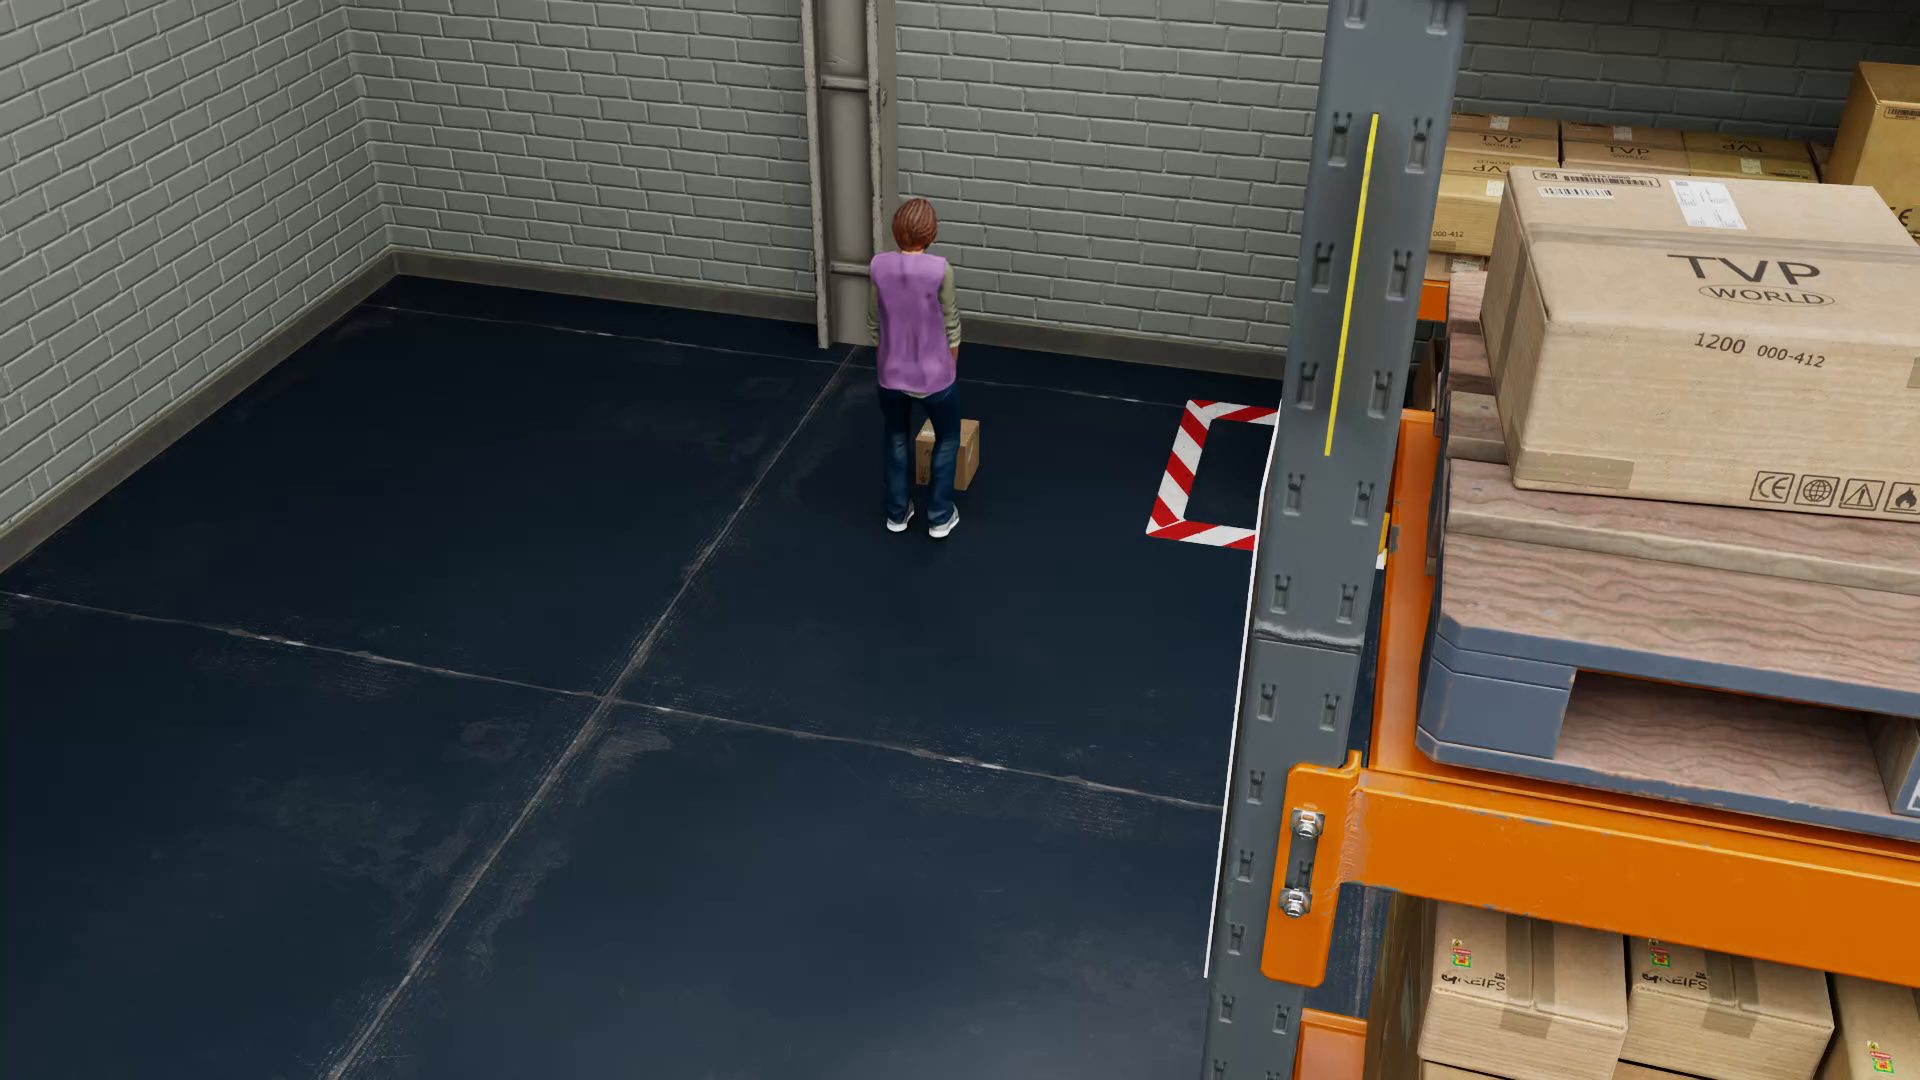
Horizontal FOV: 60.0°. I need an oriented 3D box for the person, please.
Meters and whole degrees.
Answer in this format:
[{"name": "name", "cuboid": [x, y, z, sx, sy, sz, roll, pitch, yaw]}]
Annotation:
[{"name": "person", "cuboid": [-0.205, -0.726, 7.300, 0.426, 1.560, 0.382, 9, 34, 13]}]
